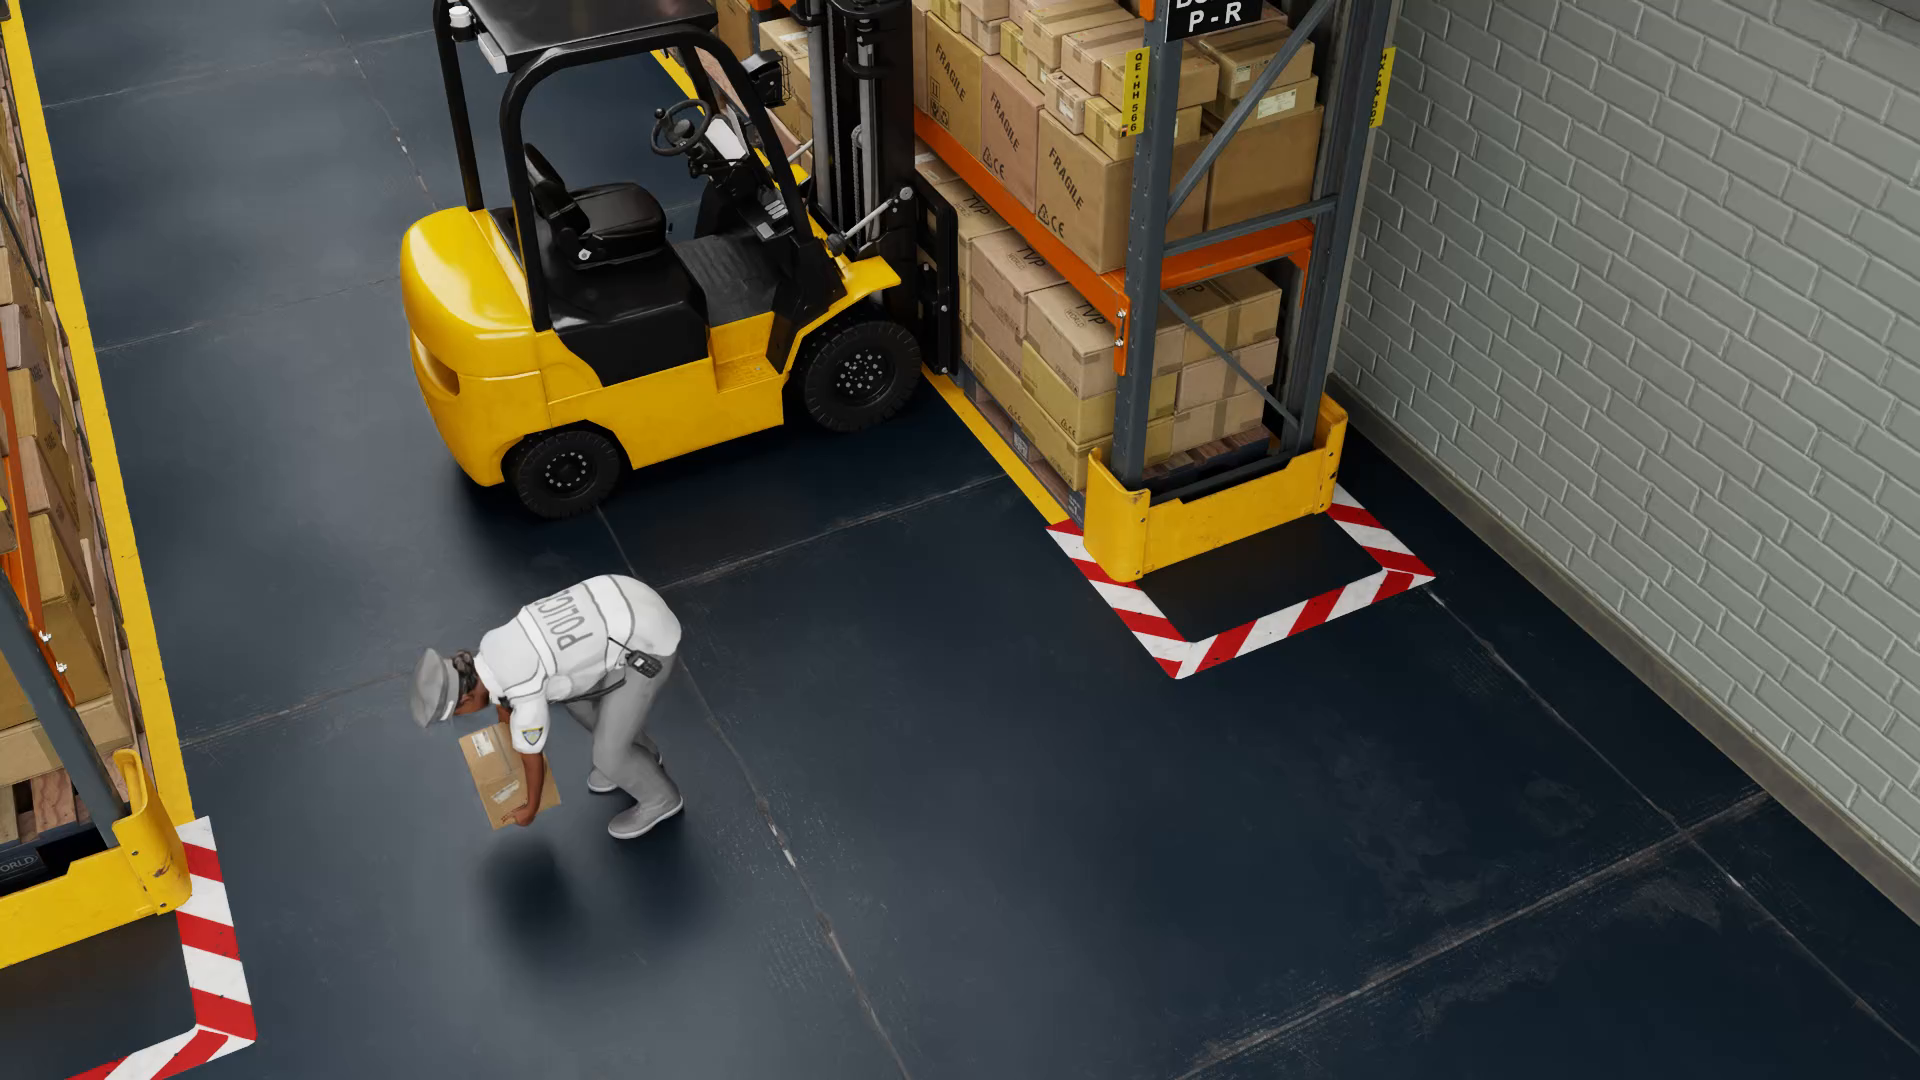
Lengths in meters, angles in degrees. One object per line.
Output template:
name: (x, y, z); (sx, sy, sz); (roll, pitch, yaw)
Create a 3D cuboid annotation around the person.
person: (-1.417, 0.656, 5.891); (0.941, 1.039, 0.434); (-21, 46, -22)
